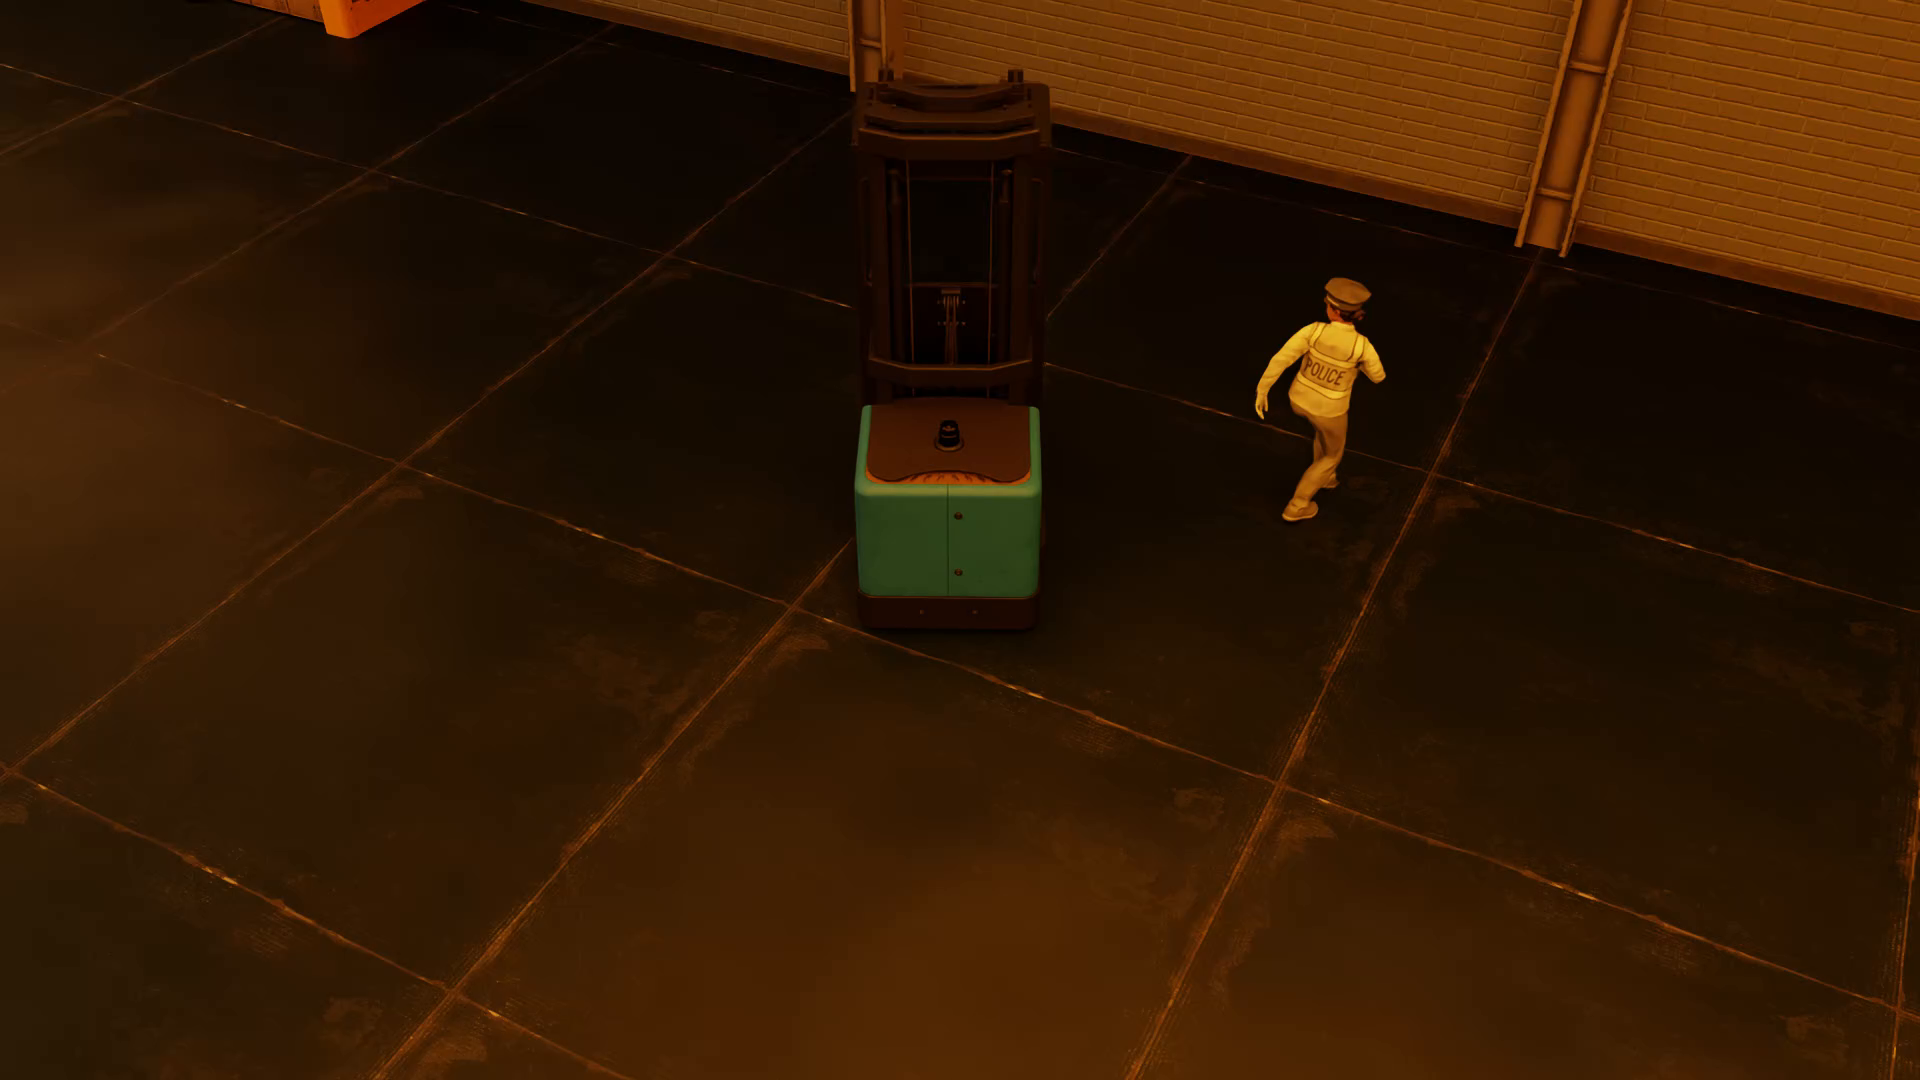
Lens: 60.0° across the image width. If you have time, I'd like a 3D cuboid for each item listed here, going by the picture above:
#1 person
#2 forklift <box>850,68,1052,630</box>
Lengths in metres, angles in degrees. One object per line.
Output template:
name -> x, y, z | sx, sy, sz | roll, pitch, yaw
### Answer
person -> 2.190, -0.807, 10.028 | 0.783, 1.663, 0.549 | -32, 49, -32
forklift -> -0.043, -1.530, 9.804 | 1.130, 2.935, 3.031 | 1, 40, 1
